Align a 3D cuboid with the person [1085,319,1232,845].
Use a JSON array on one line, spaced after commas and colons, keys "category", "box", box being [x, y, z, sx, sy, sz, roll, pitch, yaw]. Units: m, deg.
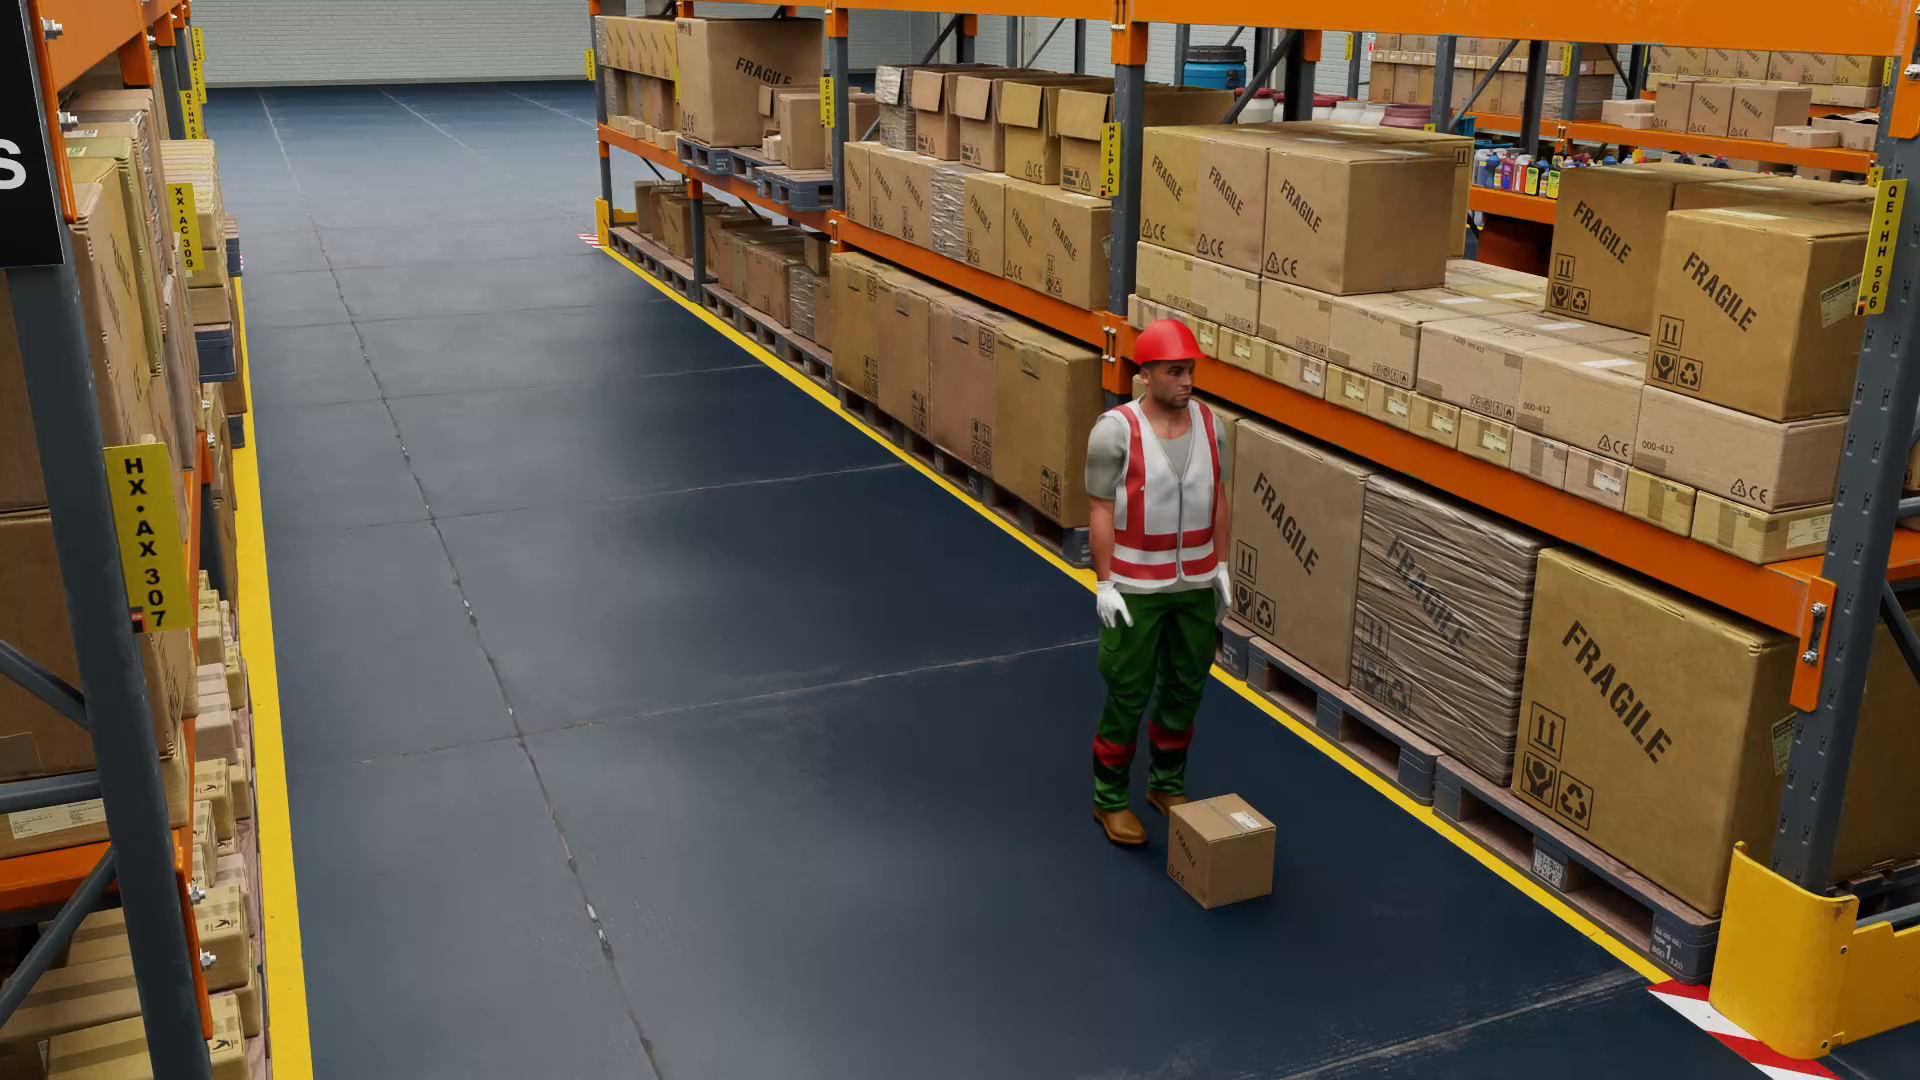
[{"category": "person", "box": [1.517, -1.888, 11.653, 6.848, 1.804, 11.595, -7, 20, -21]}]
